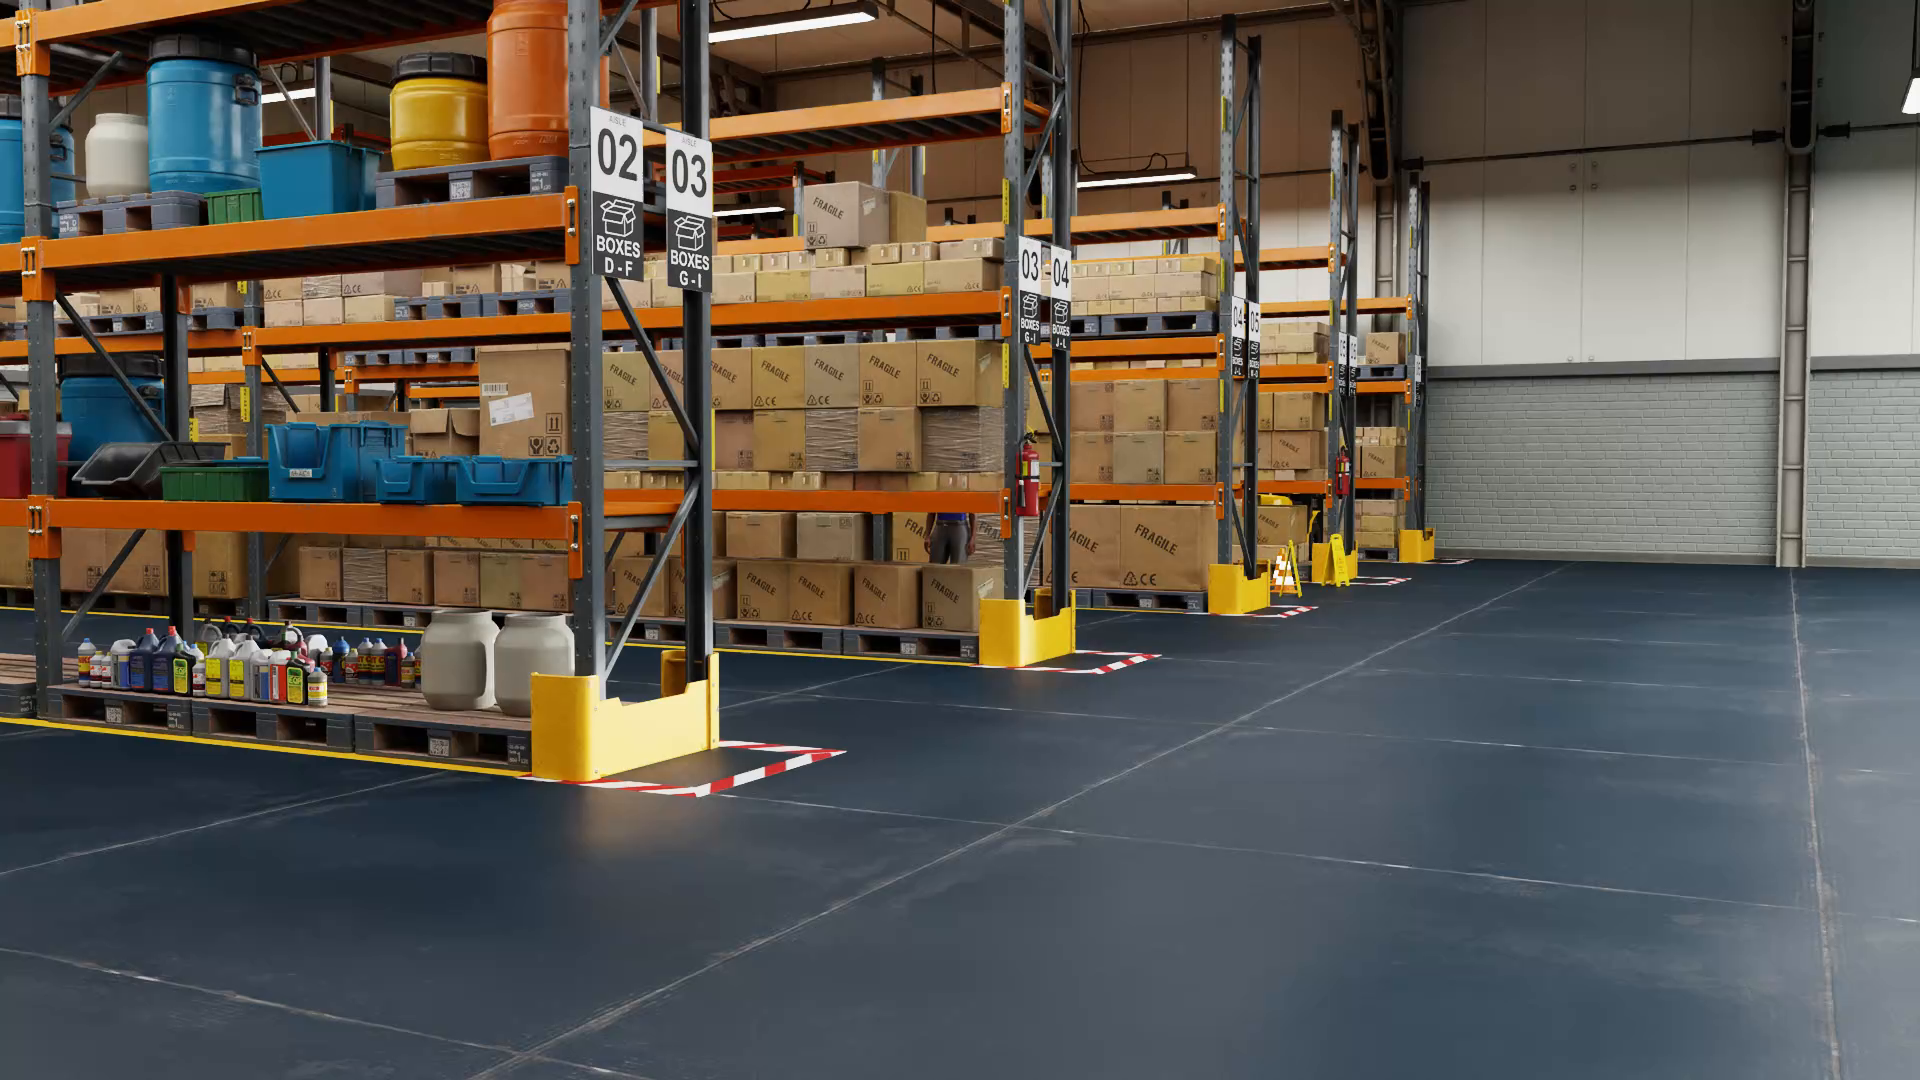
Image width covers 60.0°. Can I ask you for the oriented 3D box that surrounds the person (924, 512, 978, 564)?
[{"bbox_3d":[-0.086,-0.034,15.175,0.500,1.571,0.351,1,3,23],"label":"person"}]
